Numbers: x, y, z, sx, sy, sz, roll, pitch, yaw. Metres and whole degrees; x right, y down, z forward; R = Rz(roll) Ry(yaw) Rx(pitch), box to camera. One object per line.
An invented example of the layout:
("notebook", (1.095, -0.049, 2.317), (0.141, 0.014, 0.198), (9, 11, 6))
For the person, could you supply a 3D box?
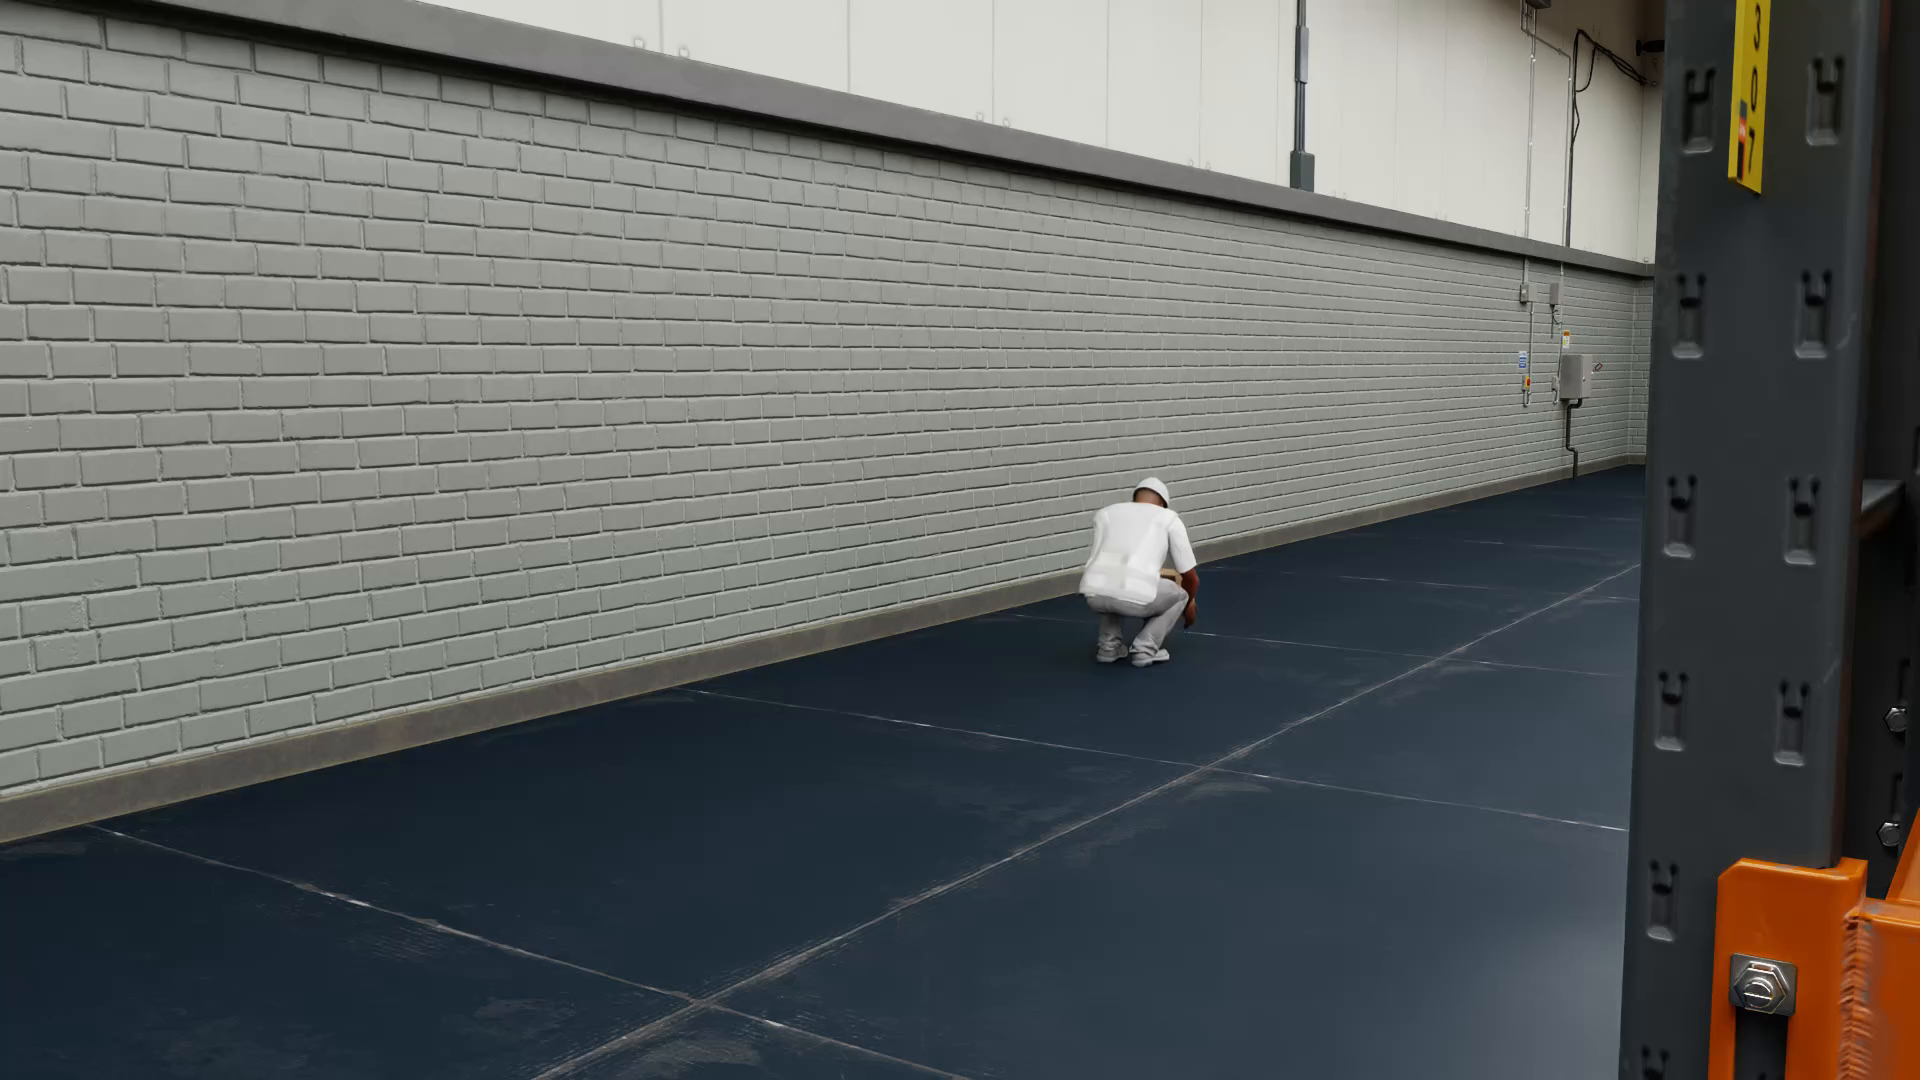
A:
("person", (0.981, 0.167, 9.214), (0.588, 0.999, 0.865), (4, 7, 33))
